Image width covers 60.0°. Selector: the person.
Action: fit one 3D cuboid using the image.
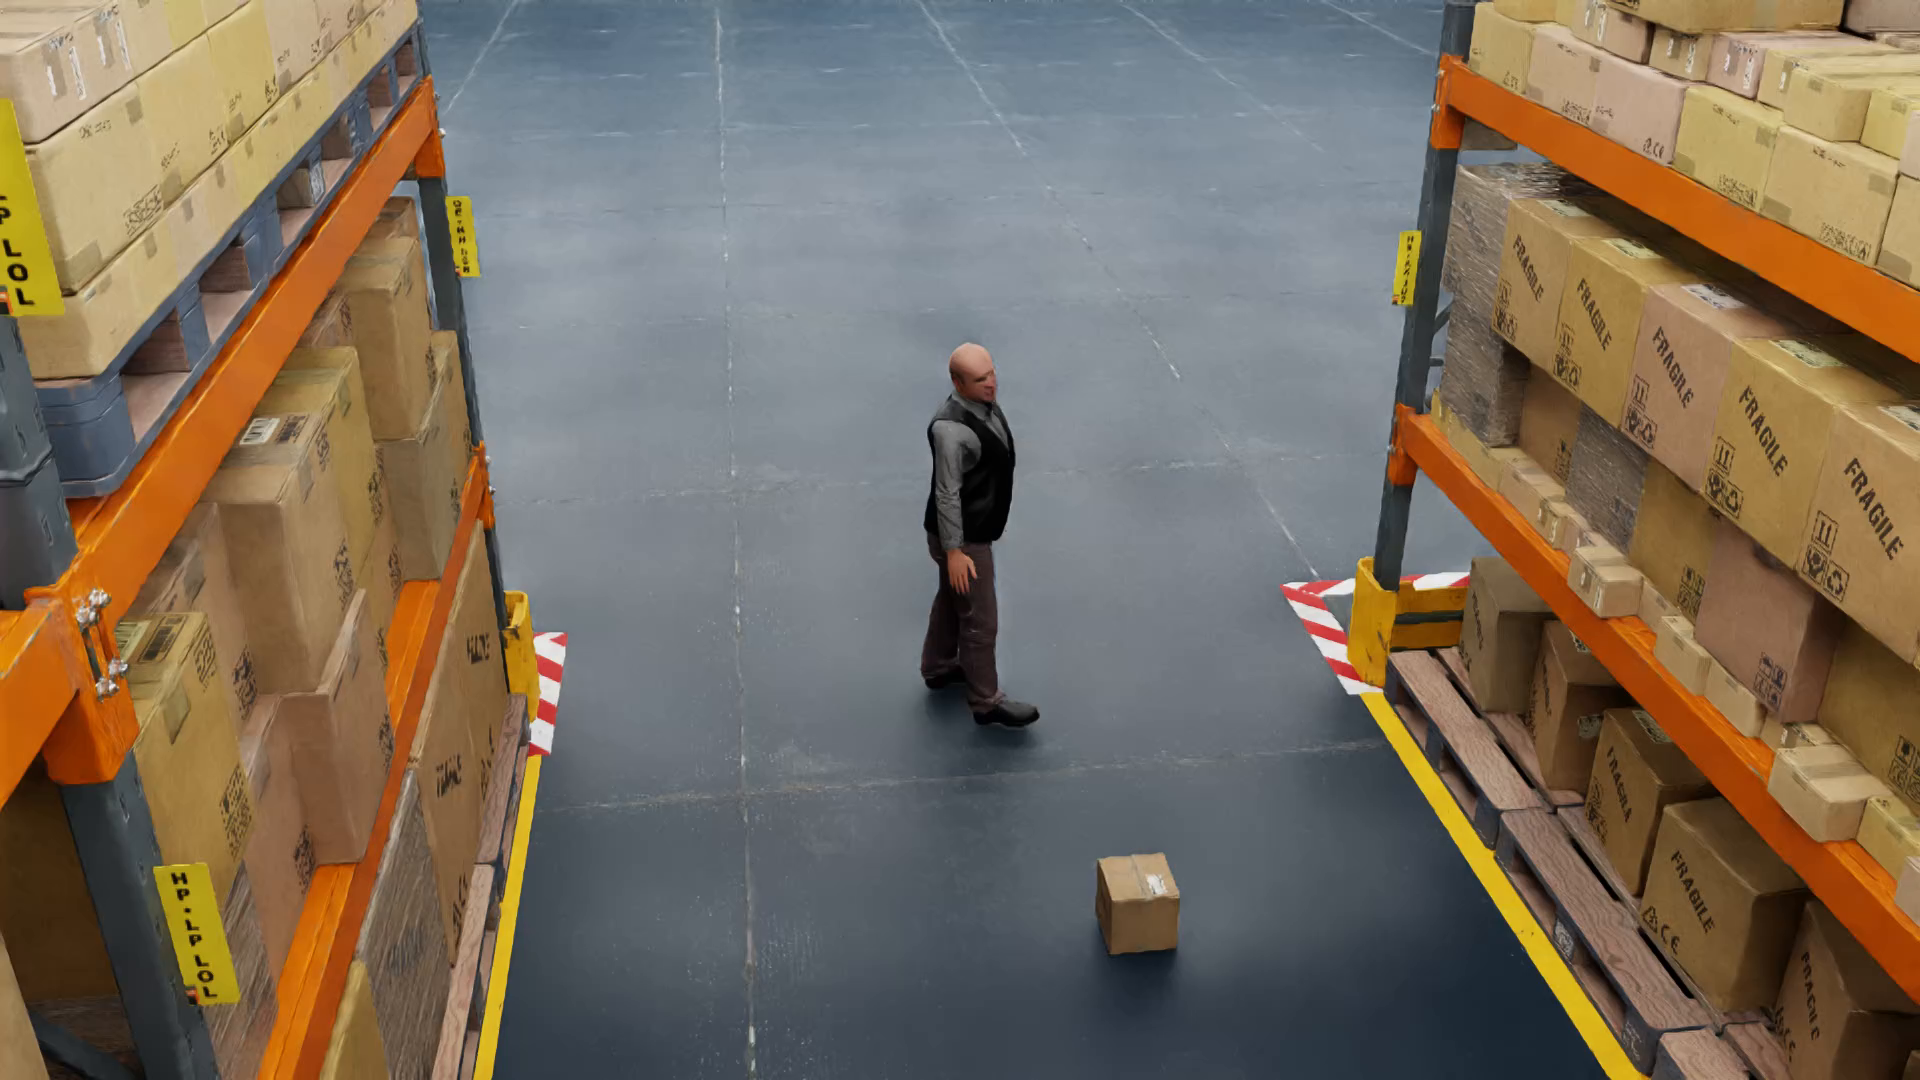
[{"bbox_3d":[0.085,-0.021,7.135,0.584,1.720,0.645,5,27,9],"label":"person"}]
